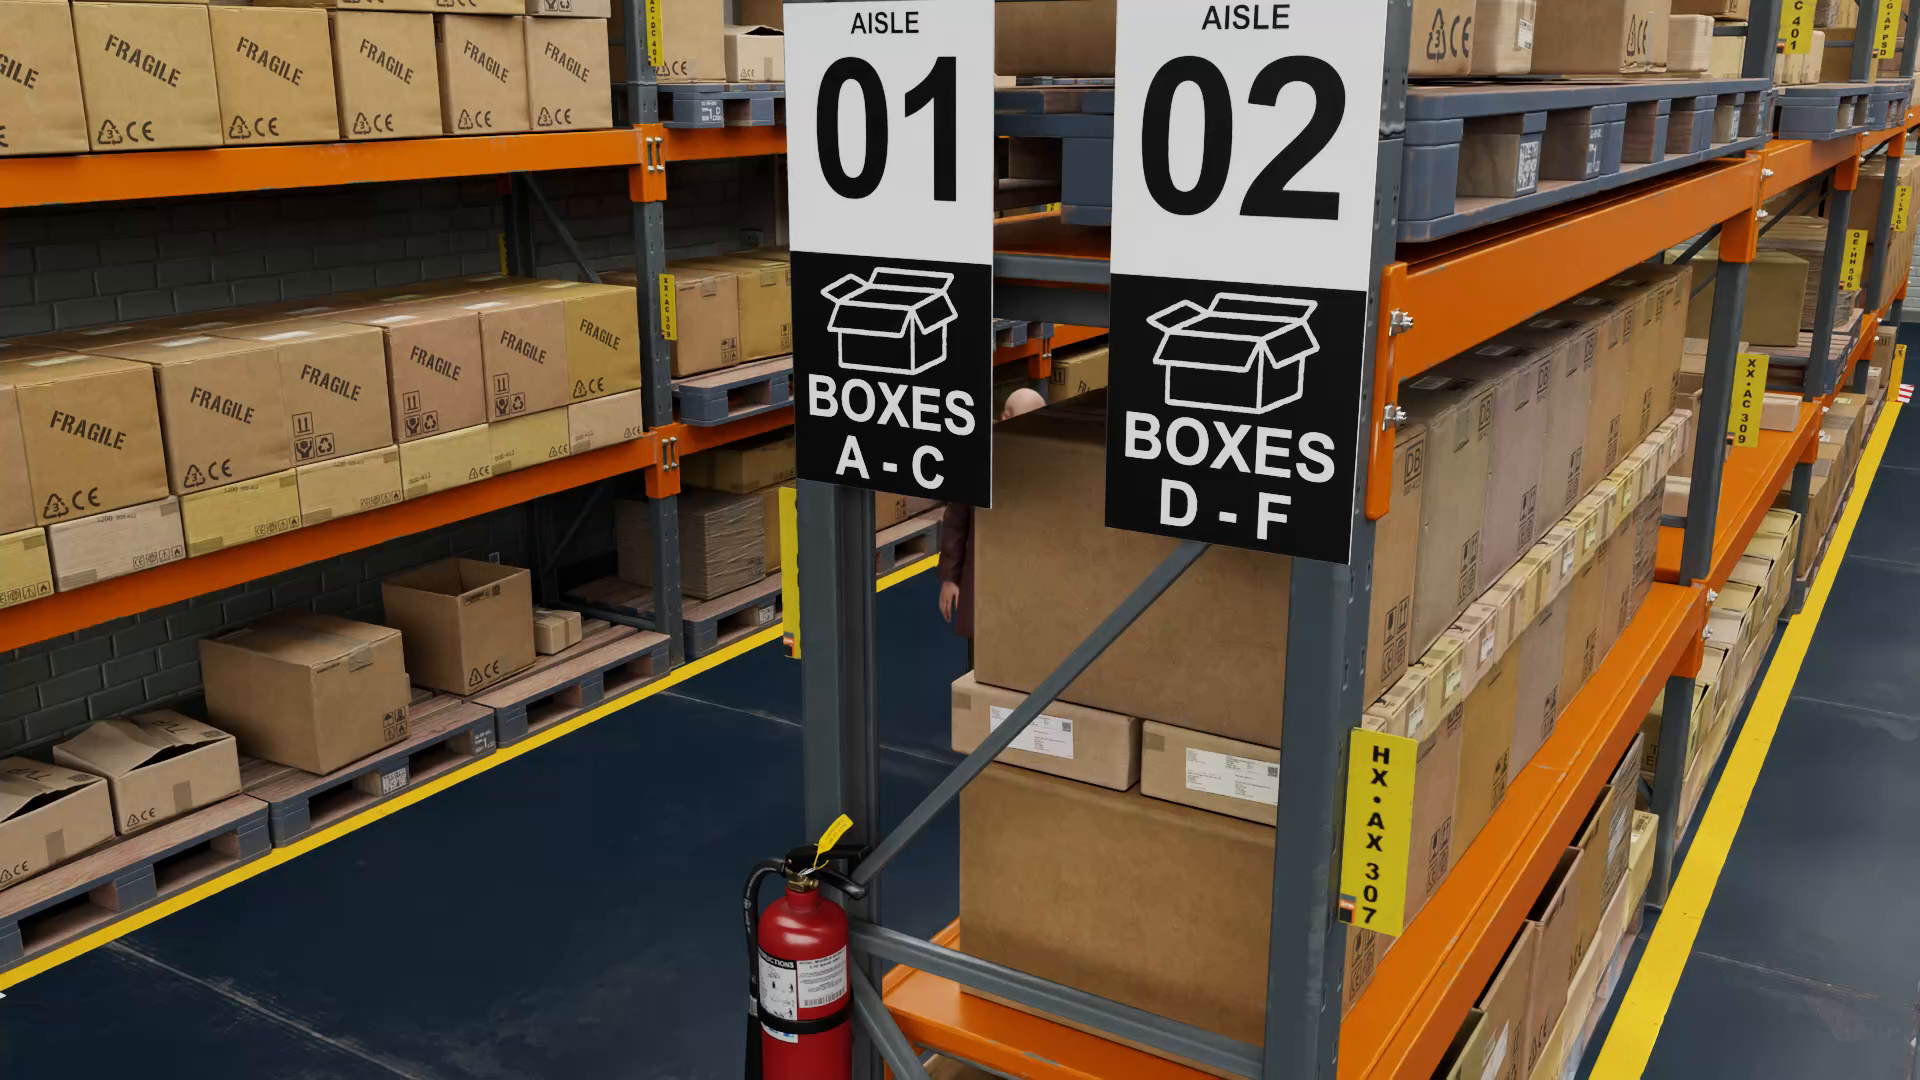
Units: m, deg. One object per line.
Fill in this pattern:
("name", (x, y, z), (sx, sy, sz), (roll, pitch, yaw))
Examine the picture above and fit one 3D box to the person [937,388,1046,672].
("person", (0.235, 0.229, 7.192), (0.615, 1.751, 0.854), (-3, 16, -11))
